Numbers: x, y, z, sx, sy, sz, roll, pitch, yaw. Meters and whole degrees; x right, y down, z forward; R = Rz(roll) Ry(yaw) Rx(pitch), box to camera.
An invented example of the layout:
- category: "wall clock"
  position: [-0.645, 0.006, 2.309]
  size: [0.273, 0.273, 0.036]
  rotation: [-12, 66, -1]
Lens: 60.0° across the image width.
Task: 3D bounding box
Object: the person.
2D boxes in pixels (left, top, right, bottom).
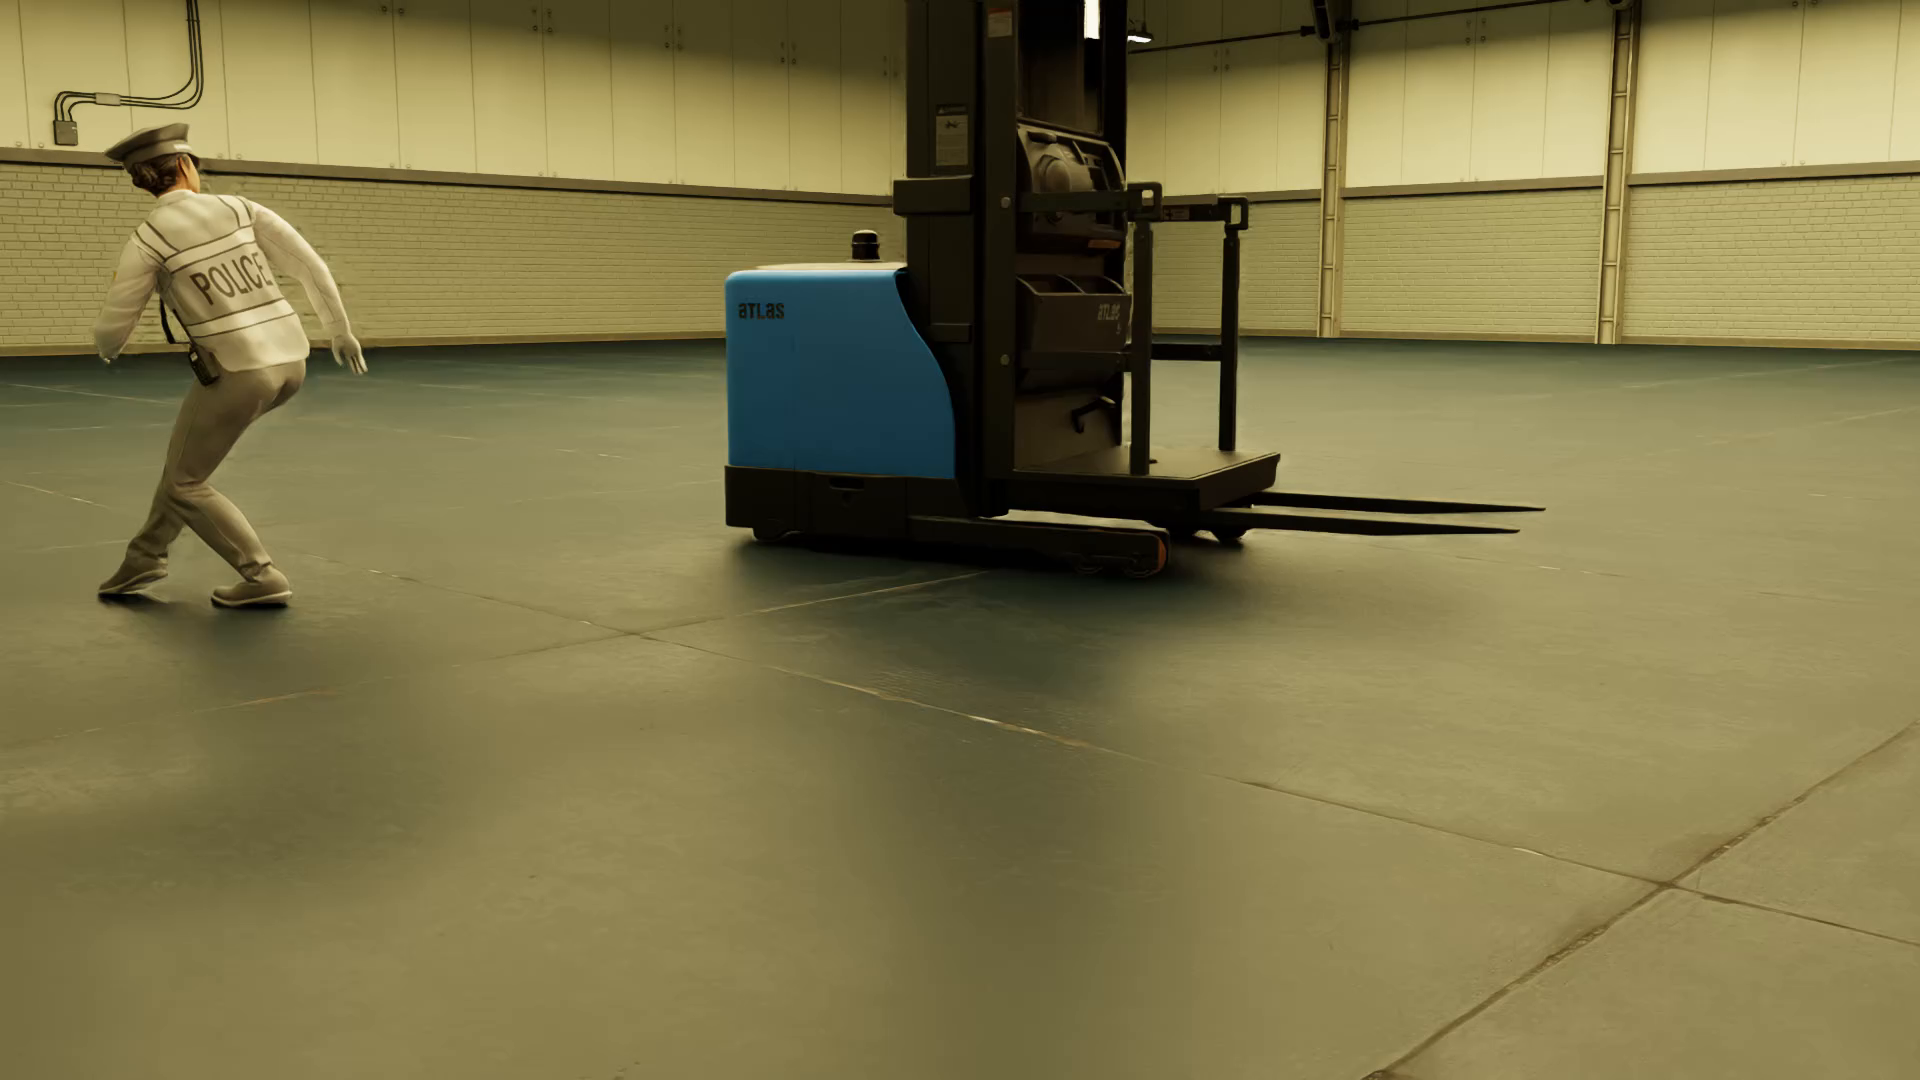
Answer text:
- category: "person"
  position: [-2.440, -0.565, 5.408]
  size: [0.729, 1.525, 0.701]
  rotation: [4, 9, 23]

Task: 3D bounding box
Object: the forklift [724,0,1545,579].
- category: "forklift"
  position: [0.612, -1.404, 6.199]
  size: [3.031, 2.935, 1.130]
  rotation: [4, 10, 26]
